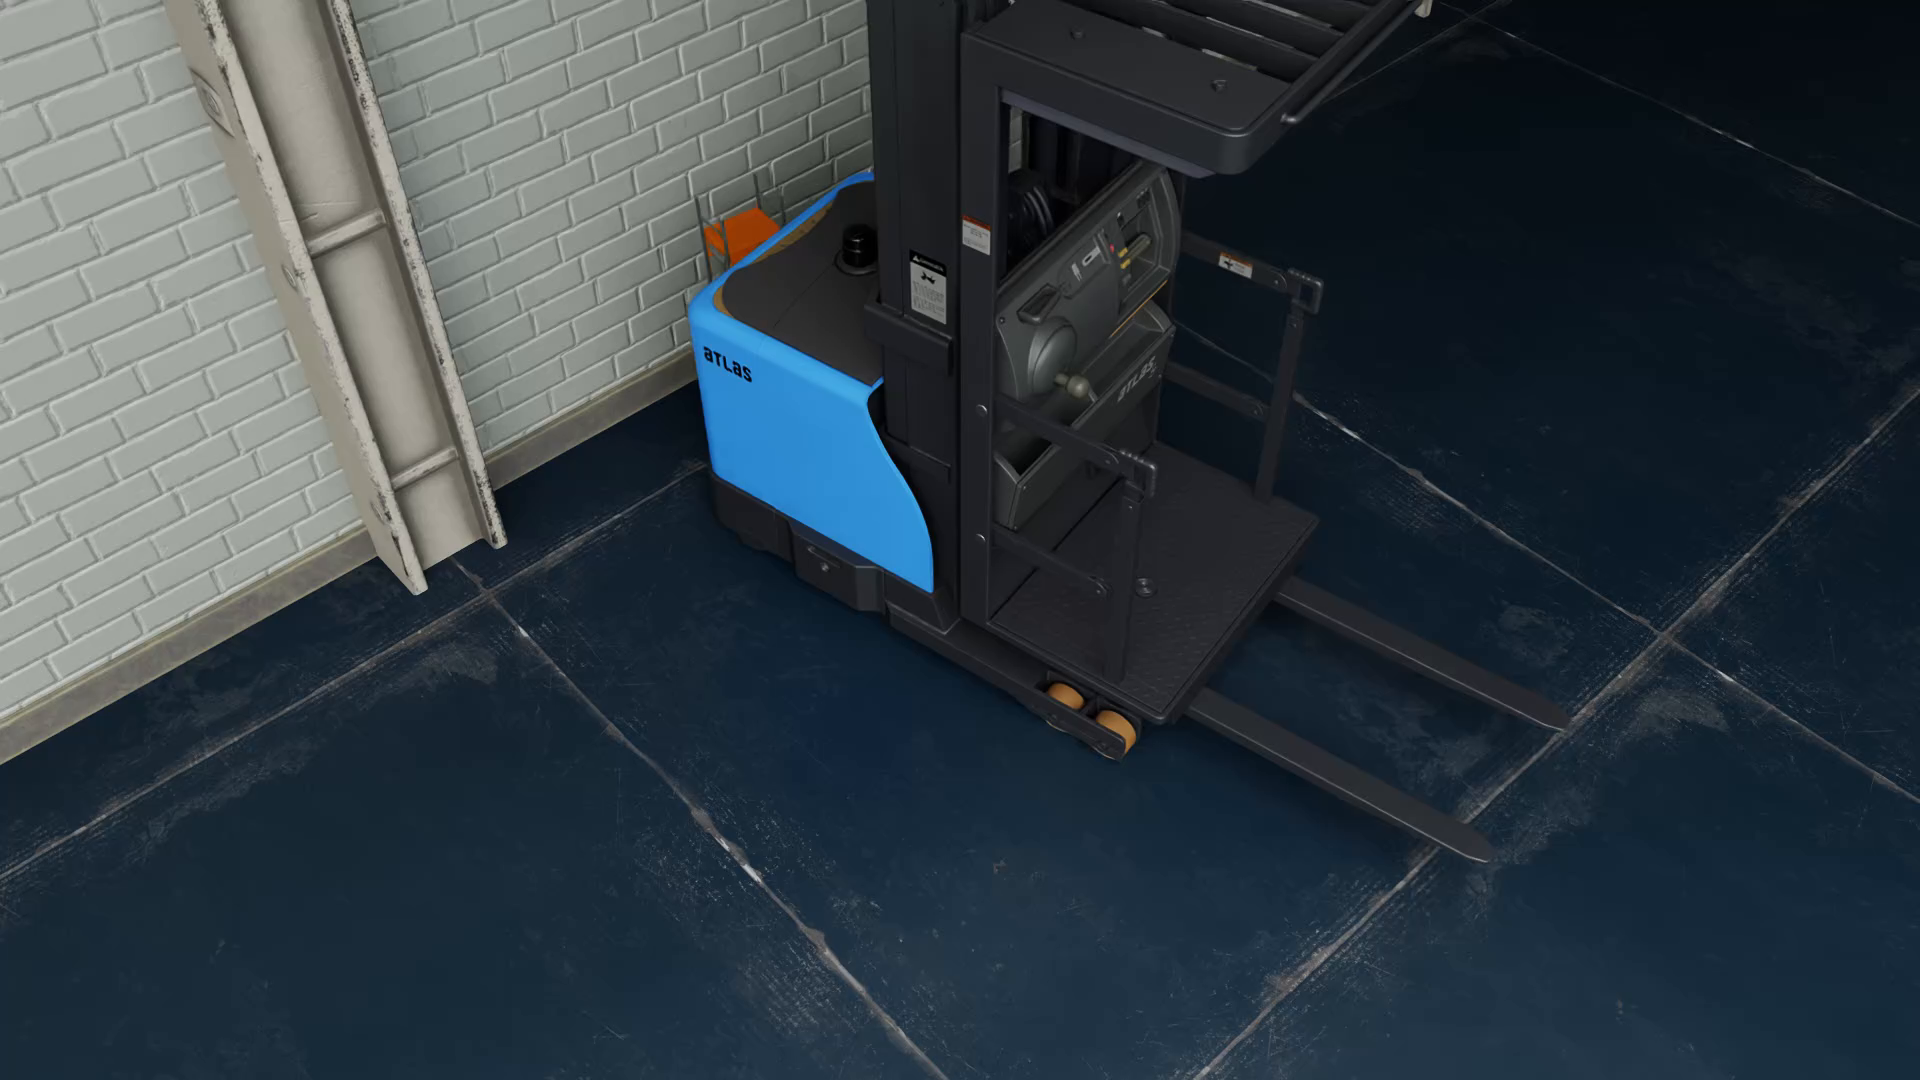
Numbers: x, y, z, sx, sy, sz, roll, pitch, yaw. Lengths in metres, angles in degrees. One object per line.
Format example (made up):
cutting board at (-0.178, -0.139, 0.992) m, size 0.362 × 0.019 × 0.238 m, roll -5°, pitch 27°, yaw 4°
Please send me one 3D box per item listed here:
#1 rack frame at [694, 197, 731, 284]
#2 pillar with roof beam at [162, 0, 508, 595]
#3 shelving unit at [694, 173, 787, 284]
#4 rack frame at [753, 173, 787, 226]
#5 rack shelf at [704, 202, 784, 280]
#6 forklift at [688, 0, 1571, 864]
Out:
rack frame at (-0.870, -0.798, 6.263) m, size 0.008 × 1.050 × 0.200 m, roll -28°, pitch 49°, yaw -24°
pillar with roof beam at (0.953, -0.688, 0.762) m, size 0.400 × 9.000 × 9.100 m, roll -34°, pitch 56°, yaw -27°
shelving unit at (-0.771, -0.851, 6.311) m, size 0.252 × 1.050 × 0.215 m, roll -28°, pitch 49°, yaw -24°
rack frame at (-0.672, -0.903, 6.360) m, size 0.008 × 1.050 × 0.200 m, roll -28°, pitch 49°, yaw -24°
rack shelf at (-0.782, -1.046, 6.121) m, size 0.240 × 0.259 × 0.215 m, roll -28°, pitch 49°, yaw -24°
forklift at (0.568, -0.710, 4.911) m, size 3.031 × 2.935 × 1.130 m, roll 28°, pitch 53°, yaw 23°
